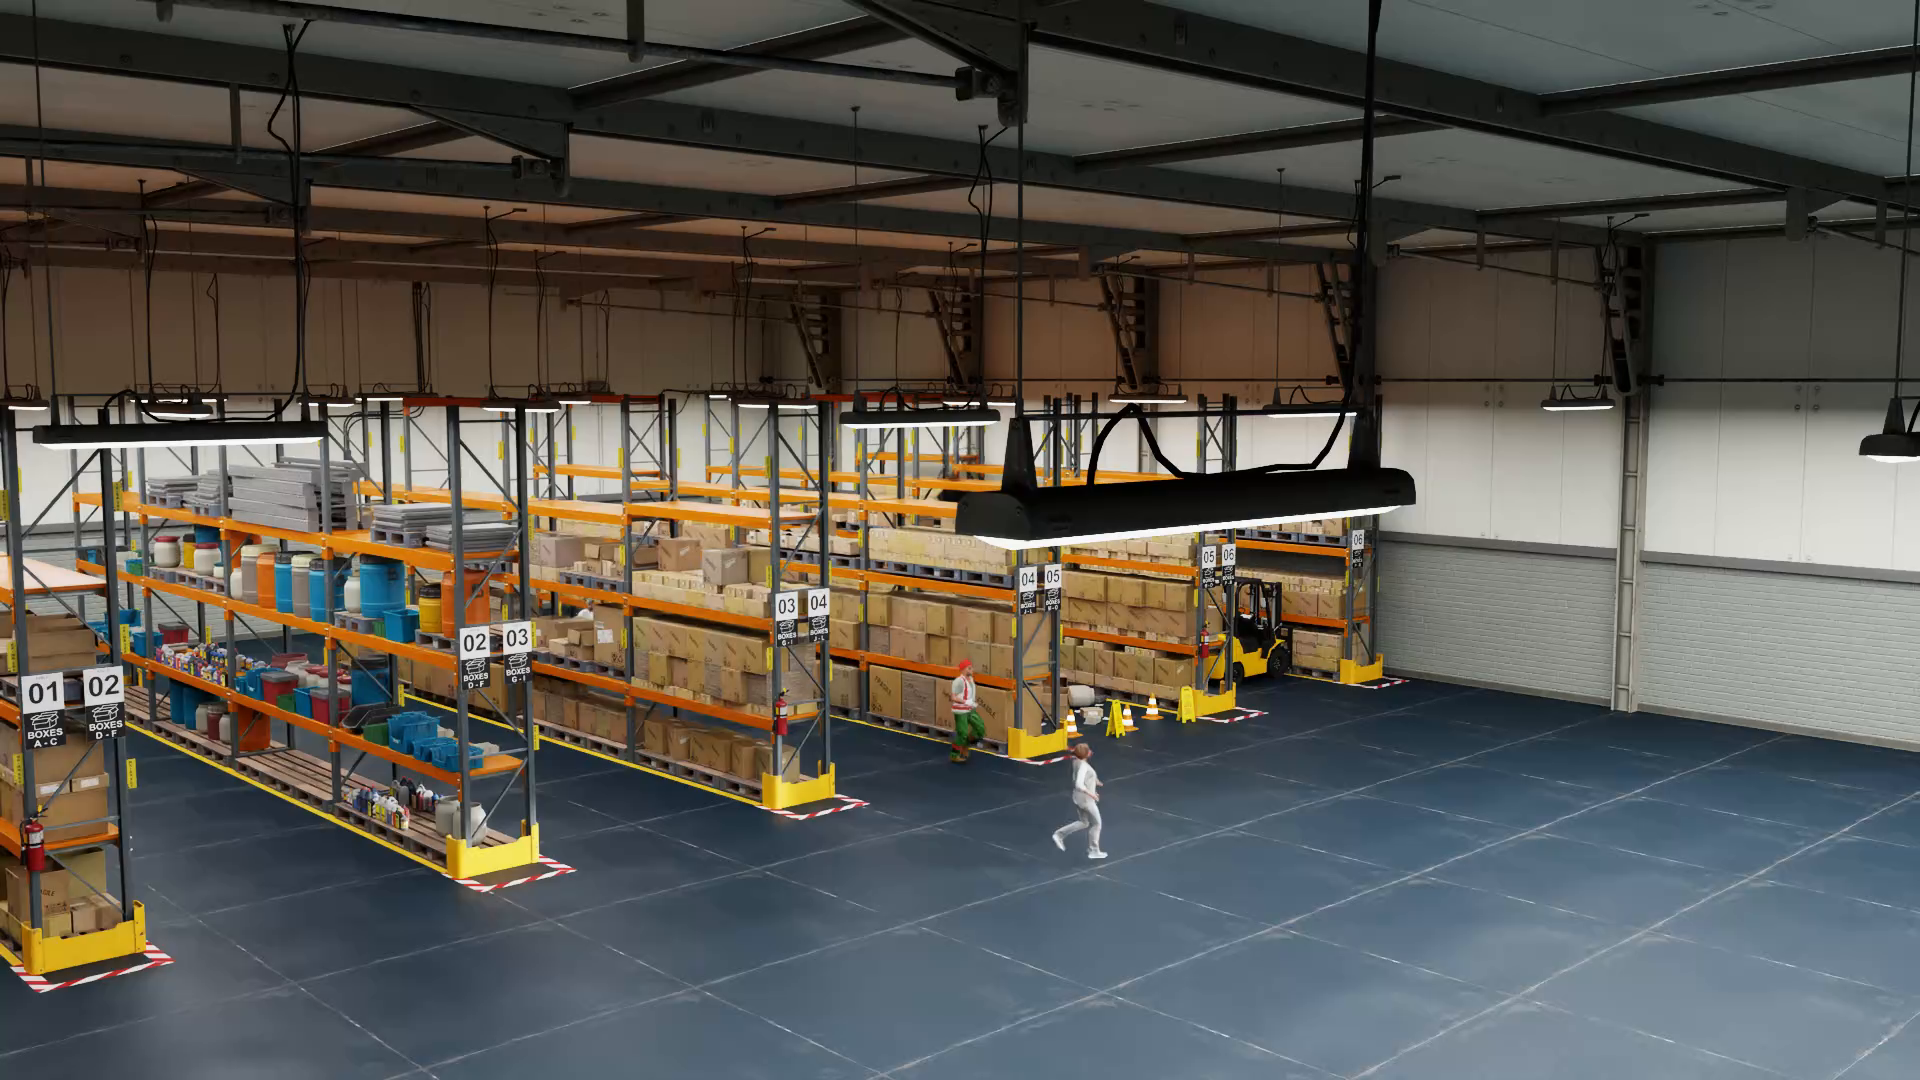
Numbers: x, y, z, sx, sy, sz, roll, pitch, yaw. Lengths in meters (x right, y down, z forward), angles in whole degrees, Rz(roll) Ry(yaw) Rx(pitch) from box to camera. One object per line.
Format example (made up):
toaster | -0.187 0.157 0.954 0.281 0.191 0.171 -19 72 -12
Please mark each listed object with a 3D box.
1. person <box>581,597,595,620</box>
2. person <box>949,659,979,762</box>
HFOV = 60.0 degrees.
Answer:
person | -7.822 2.059 35.281 0.426 1.779 0.750 -4 7 -35
person | 0.135 2.814 27.397 0.658 1.730 0.555 4 7 34
